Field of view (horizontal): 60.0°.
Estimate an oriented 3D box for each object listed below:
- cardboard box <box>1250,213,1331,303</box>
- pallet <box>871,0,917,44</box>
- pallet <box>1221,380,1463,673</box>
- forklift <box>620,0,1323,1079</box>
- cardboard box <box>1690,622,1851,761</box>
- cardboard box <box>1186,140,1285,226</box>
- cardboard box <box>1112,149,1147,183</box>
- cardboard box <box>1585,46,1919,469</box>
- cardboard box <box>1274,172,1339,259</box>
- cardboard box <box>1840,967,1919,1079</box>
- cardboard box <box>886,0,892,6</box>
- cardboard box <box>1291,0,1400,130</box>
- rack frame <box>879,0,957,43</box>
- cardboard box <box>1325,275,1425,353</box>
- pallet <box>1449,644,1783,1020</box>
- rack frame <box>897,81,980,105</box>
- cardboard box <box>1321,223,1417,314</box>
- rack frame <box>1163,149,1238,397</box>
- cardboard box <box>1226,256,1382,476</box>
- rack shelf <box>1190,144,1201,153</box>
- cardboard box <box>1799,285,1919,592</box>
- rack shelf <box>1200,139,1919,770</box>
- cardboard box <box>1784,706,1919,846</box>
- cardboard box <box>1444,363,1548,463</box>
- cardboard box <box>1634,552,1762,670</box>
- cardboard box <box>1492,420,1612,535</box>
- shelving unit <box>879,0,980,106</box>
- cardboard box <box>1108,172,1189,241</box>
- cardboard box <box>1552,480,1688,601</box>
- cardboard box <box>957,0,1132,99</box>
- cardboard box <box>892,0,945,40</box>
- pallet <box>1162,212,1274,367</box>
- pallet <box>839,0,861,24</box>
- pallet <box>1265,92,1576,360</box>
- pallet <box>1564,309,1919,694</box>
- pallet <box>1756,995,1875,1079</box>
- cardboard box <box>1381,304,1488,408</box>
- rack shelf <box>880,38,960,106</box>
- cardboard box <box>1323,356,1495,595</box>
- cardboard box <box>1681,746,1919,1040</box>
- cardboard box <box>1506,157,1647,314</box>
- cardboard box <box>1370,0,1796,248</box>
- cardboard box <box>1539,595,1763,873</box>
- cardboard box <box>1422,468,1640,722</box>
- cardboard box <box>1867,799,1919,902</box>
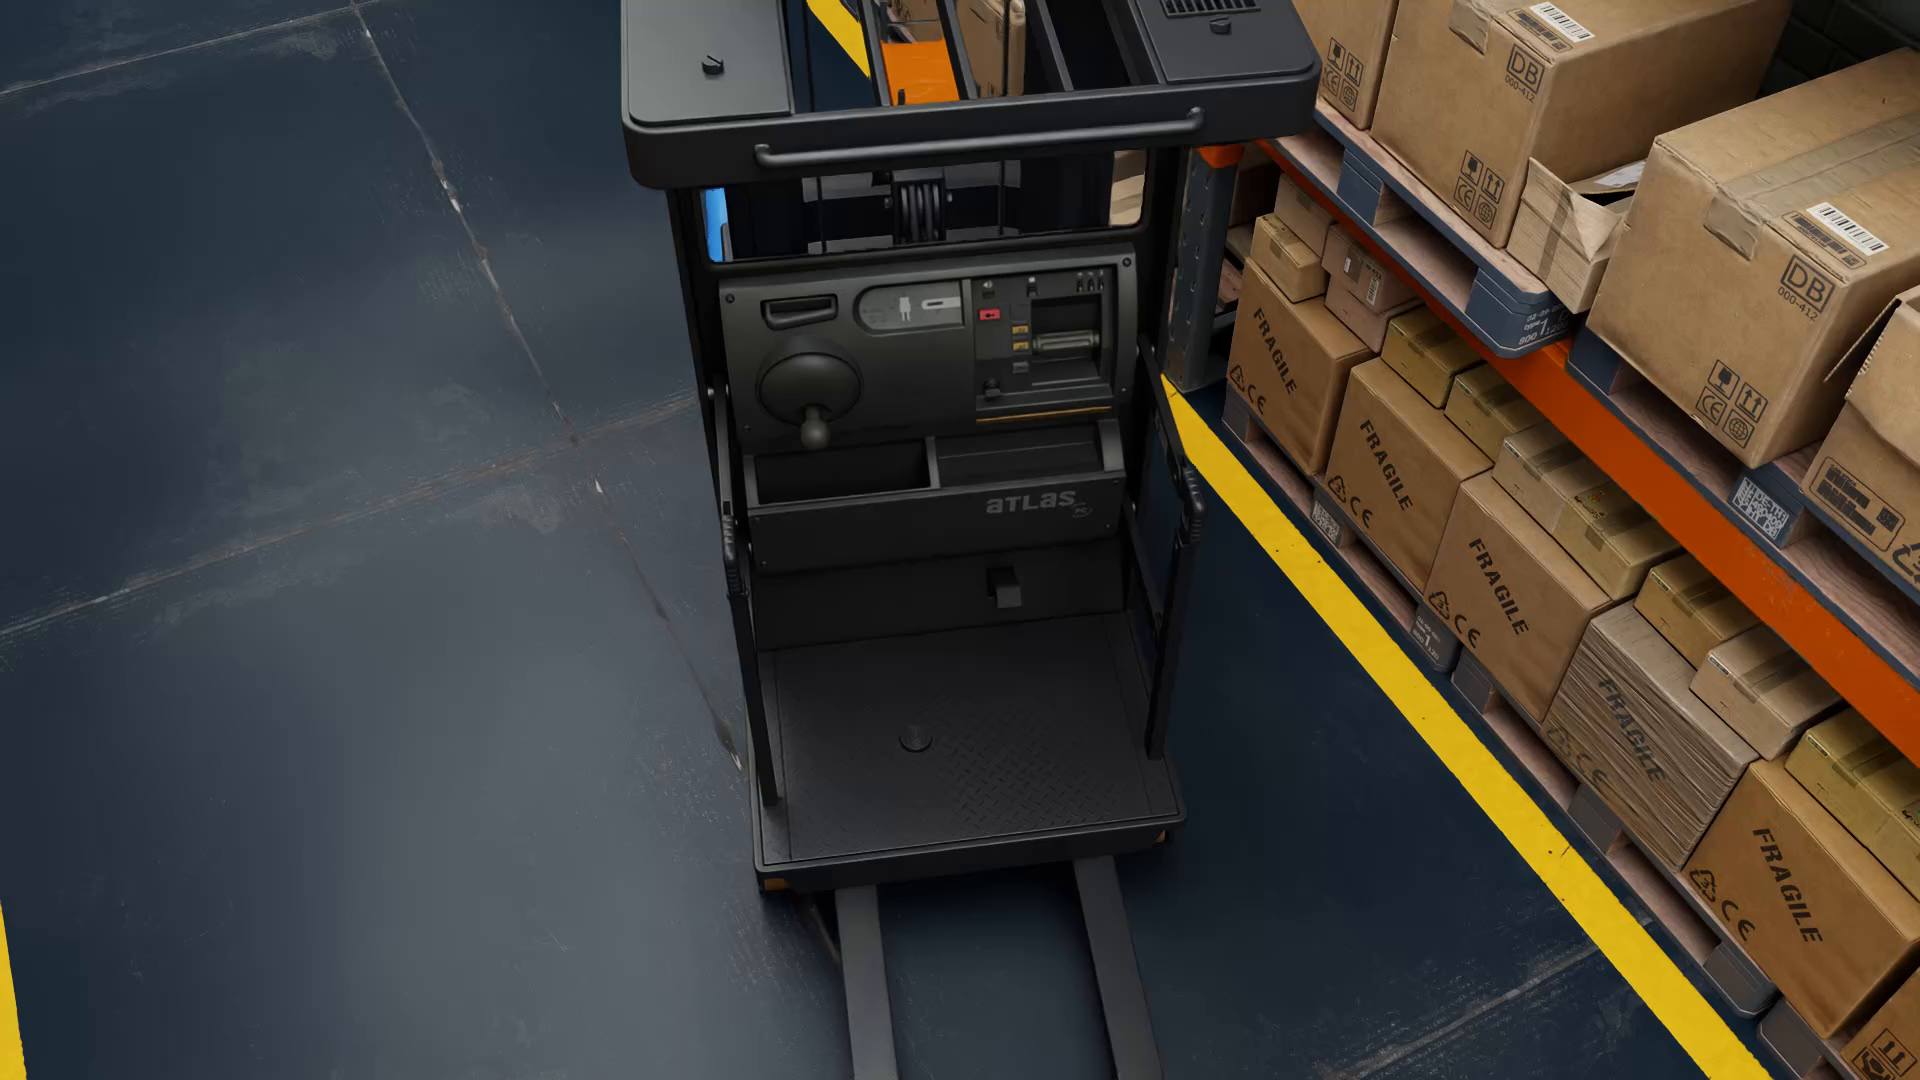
[{"bbox_3d":[1.103,-0.888,4.985,0.380,0.149,0.250,-19,51,-16],"label":"cardboard box"},{"bbox_3d":[0.300,-2.051,6.904,1.003,0.211,1.213,-21,52,-18],"label":"pallet"},{"bbox_3d":[1.581,-0.242,5.321,1.003,0.211,1.213,-21,52,-18],"label":"pallet"},{"bbox_3d":[-0.030,-0.327,3.589,1.130,2.935,3.031,-6,49,-5],"label":"forklift"},{"bbox_3d":[1.973,0.316,3.931,0.380,0.149,0.250,-23,53,-19],"label":"cardboard box"},{"bbox_3d":[1.083,-1.468,6.048,0.500,0.311,0.500,-19,52,-16],"label":"cardboard box"},{"bbox_3d":[0.496,-1.440,6.054,0.396,0.266,0.258,-19,52,-16],"label":"cardboard box"},{"bbox_3d":[1.794,-0.590,3.428,0.700,0.500,0.500,-21,52,-18],"label":"cardboard box"},{"bbox_3d":[1.157,-1.007,4.891,0.380,0.149,0.250,-22,52,-18],"label":"cardboard box"},{"bbox_3d":[2.402,1.123,3.657,0.500,0.500,0.500,-22,52,-18],"label":"cardboard box"},{"bbox_3d":[-0.103,-2.656,6.962,0.700,0.500,0.500,-19,52,-16],"label":"cardboard box"},{"bbox_3d":[1.198,-1.462,4.190,0.700,0.500,0.500,-20,52,-17],"label":"cardboard box"},{"bbox_3d":[-0.129,-1.281,5.573,0.240,1.200,0.015,-6,49,-5],"label":"rack frame"},{"bbox_3d":[1.299,-0.730,4.846,0.380,0.149,0.250,-22,53,-19],"label":"cardboard box"},{"bbox_3d":[2.144,0.576,4.606,1.003,0.211,1.213,-21,52,-18],"label":"pallet"},{"bbox_3d":[-0.061,-0.917,5.255,0.240,1.200,0.015,-6,49,-5],"label":"rack frame"},{"bbox_3d":[1.265,-0.829,4.735,0.380,0.149,0.250,-24,53,-19],"label":"cardboard box"},{"bbox_3d":[1.176,-1.691,4.737,1.000,3.000,0.127,-21,52,-18],"label":"rack frame"},{"bbox_3d":[1.197,-0.605,5.168,0.500,0.500,0.500,-19,52,-16],"label":"cardboard box"},{"bbox_3d":[0.260,-2.793,6.178,1.077,0.370,4.000,-21,52,-18],"label":"rack shelf"},{"bbox_3d":[2.095,-0.215,3.098,0.797,0.503,0.637,-22,52,-18],"label":"cardboard box"},{"bbox_3d":[2.091,-0.116,3.837,1.077,0.370,4.000,-21,52,-18],"label":"rack shelf"},{"bbox_3d":[2.126,0.491,3.778,0.380,0.149,0.250,-22,52,-18],"label":"cardboard box"},{"bbox_3d":[1.564,-0.383,4.543,0.380,0.149,0.250,-22,52,-18],"label":"cardboard box"},{"bbox_3d":[1.906,0.134,4.090,0.380,0.149,0.250,-21,52,-17],"label":"cardboard box"},{"bbox_3d":[1.645,-0.203,4.386,0.380,0.149,0.250,-21,52,-18],"label":"cardboard box"},{"bbox_3d":[-0.095,-1.099,5.414,0.258,1.200,0.503,-6,49,-5],"label":"shelving unit"},{"bbox_3d":[0.660,-1.163,5.889,0.380,0.149,0.250,-23,53,-19],"label":"cardboard box"},{"bbox_3d":[1.756,-0.036,4.240,0.380,0.149,0.250,-19,52,-16],"label":"cardboard box"},{"bbox_3d":[0.372,-1.962,6.354,0.700,0.500,0.500,-23,53,-19],"label":"cardboard box"},{"bbox_3d":[0.050,-2.268,6.623,0.500,0.500,0.500,-20,52,-17],"label":"cardboard box"},{"bbox_3d":[0.862,-1.233,6.189,1.003,0.211,1.213,-21,52,-18],"label":"pallet"},{"bbox_3d":[-0.254,-2.866,7.617,1.003,0.211,1.213,-21,52,-18],"label":"pallet"},{"bbox_3d":[1.444,-1.056,4.308,1.003,0.211,1.213,-21,52,-18],"label":"pallet"},{"bbox_3d":[2.112,-0.251,3.604,1.003,0.211,1.213,-21,52,-18],"label":"pallet"},{"bbox_3d":[2.698,1.391,3.893,1.003,0.211,1.213,-21,52,-18],"label":"pallet"},{"bbox_3d":[1.426,-0.562,4.699,0.380,0.149,0.250,-24,53,-19],"label":"cardboard box"},{"bbox_3d":[-0.095,-1.357,5.118,0.258,0.148,0.480,-6,49,-5],"label":"rack shelf"},{"bbox_3d":[1.449,-0.252,4.860,0.500,0.500,0.500,-22,52,-18],"label":"cardboard box"},{"bbox_3d":[2.160,0.774,3.962,0.500,0.500,0.500,-19,52,-16],"label":"cardboard box"},{"bbox_3d":[1.470,-0.723,3.700,0.396,0.266,0.258,-19,51,-16],"label":"cardboard box"},{"bbox_3d":[1.435,-1.115,3.887,0.700,0.500,0.500,-21,52,-17],"label":"cardboard box"},{"bbox_3d":[1.906,0.432,4.261,0.500,0.500,0.500,-23,53,-19],"label":"cardboard box"},{"bbox_3d":[1.674,0.083,4.566,0.500,0.500,0.500,-23,53,-19],"label":"cardboard box"},{"bbox_3d":[2.241,0.658,3.633,0.380,0.149,0.250,-20,52,-16],"label":"cardboard box"}]
